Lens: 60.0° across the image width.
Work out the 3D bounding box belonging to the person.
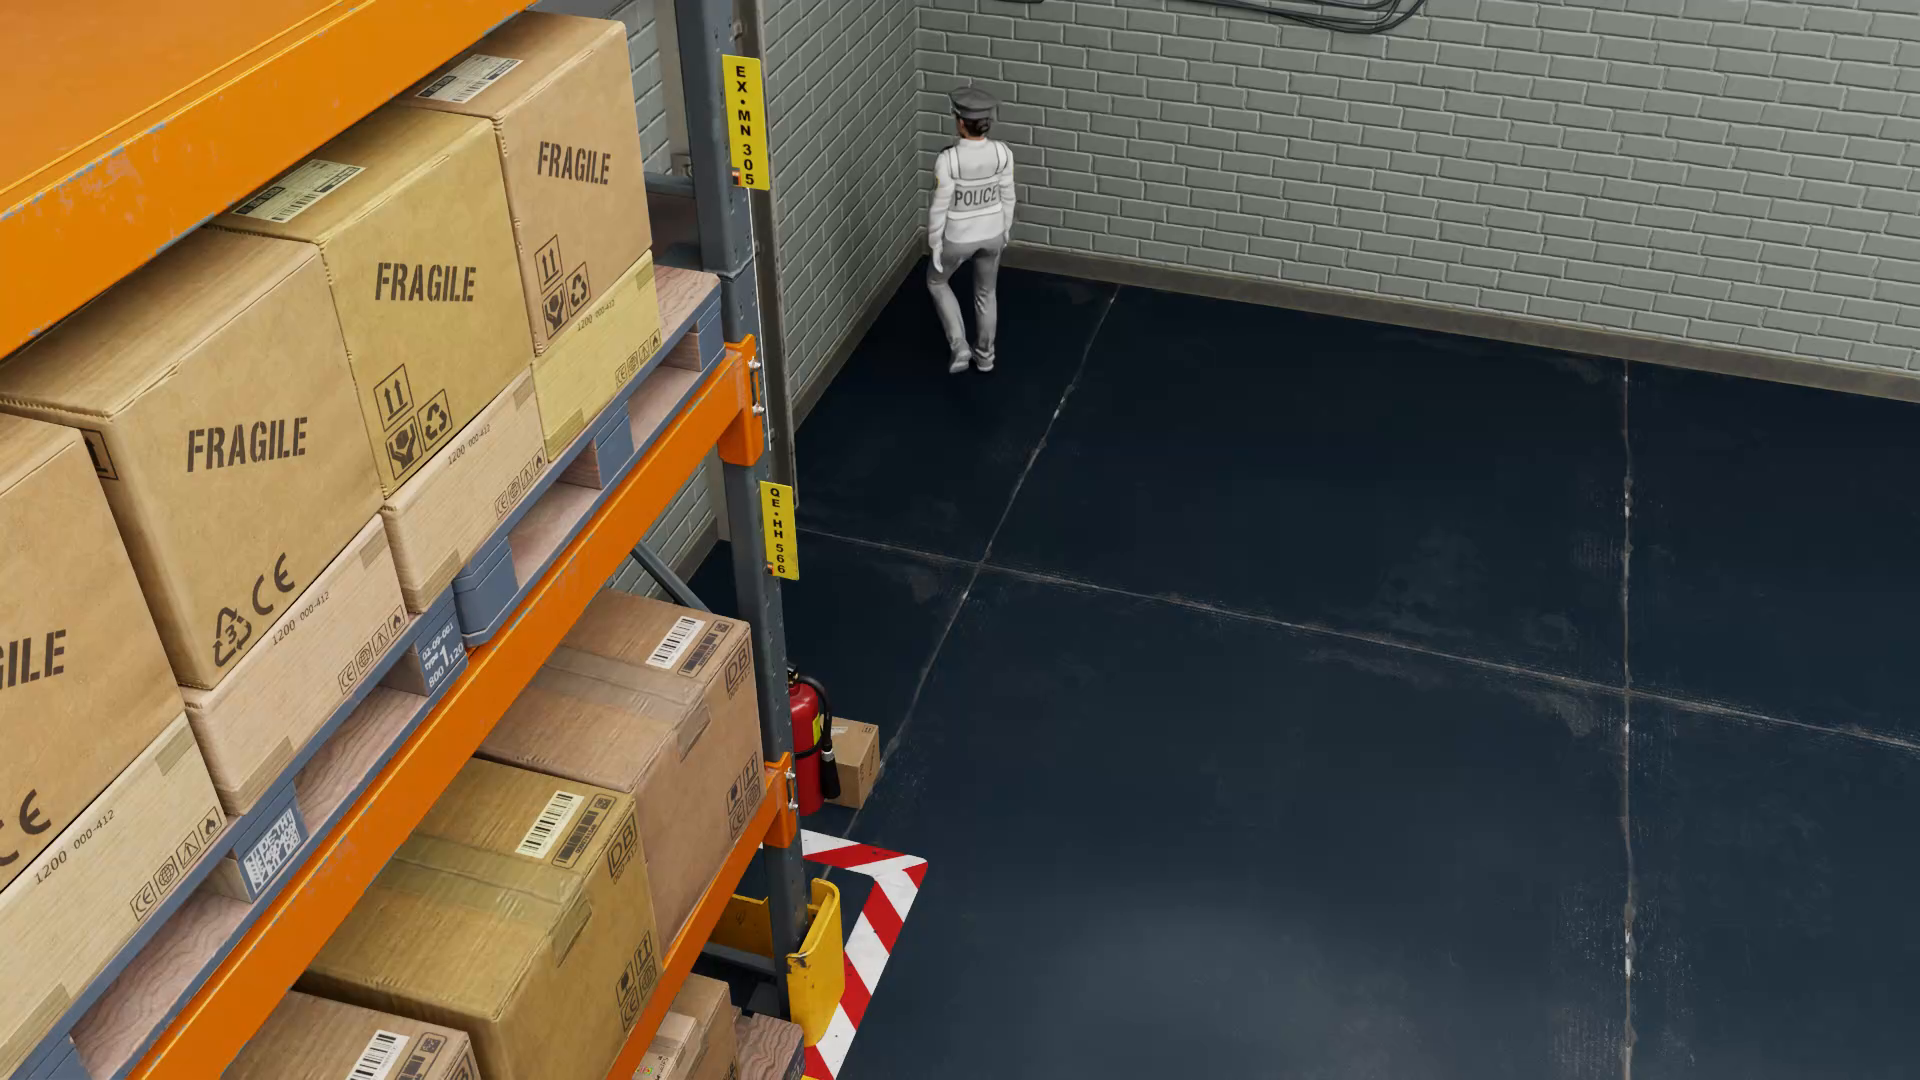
[{"bbox_3d":[0.054,-1.631,8.998,0.502,1.663,0.449,-10,38,-13],"label":"person"}]
